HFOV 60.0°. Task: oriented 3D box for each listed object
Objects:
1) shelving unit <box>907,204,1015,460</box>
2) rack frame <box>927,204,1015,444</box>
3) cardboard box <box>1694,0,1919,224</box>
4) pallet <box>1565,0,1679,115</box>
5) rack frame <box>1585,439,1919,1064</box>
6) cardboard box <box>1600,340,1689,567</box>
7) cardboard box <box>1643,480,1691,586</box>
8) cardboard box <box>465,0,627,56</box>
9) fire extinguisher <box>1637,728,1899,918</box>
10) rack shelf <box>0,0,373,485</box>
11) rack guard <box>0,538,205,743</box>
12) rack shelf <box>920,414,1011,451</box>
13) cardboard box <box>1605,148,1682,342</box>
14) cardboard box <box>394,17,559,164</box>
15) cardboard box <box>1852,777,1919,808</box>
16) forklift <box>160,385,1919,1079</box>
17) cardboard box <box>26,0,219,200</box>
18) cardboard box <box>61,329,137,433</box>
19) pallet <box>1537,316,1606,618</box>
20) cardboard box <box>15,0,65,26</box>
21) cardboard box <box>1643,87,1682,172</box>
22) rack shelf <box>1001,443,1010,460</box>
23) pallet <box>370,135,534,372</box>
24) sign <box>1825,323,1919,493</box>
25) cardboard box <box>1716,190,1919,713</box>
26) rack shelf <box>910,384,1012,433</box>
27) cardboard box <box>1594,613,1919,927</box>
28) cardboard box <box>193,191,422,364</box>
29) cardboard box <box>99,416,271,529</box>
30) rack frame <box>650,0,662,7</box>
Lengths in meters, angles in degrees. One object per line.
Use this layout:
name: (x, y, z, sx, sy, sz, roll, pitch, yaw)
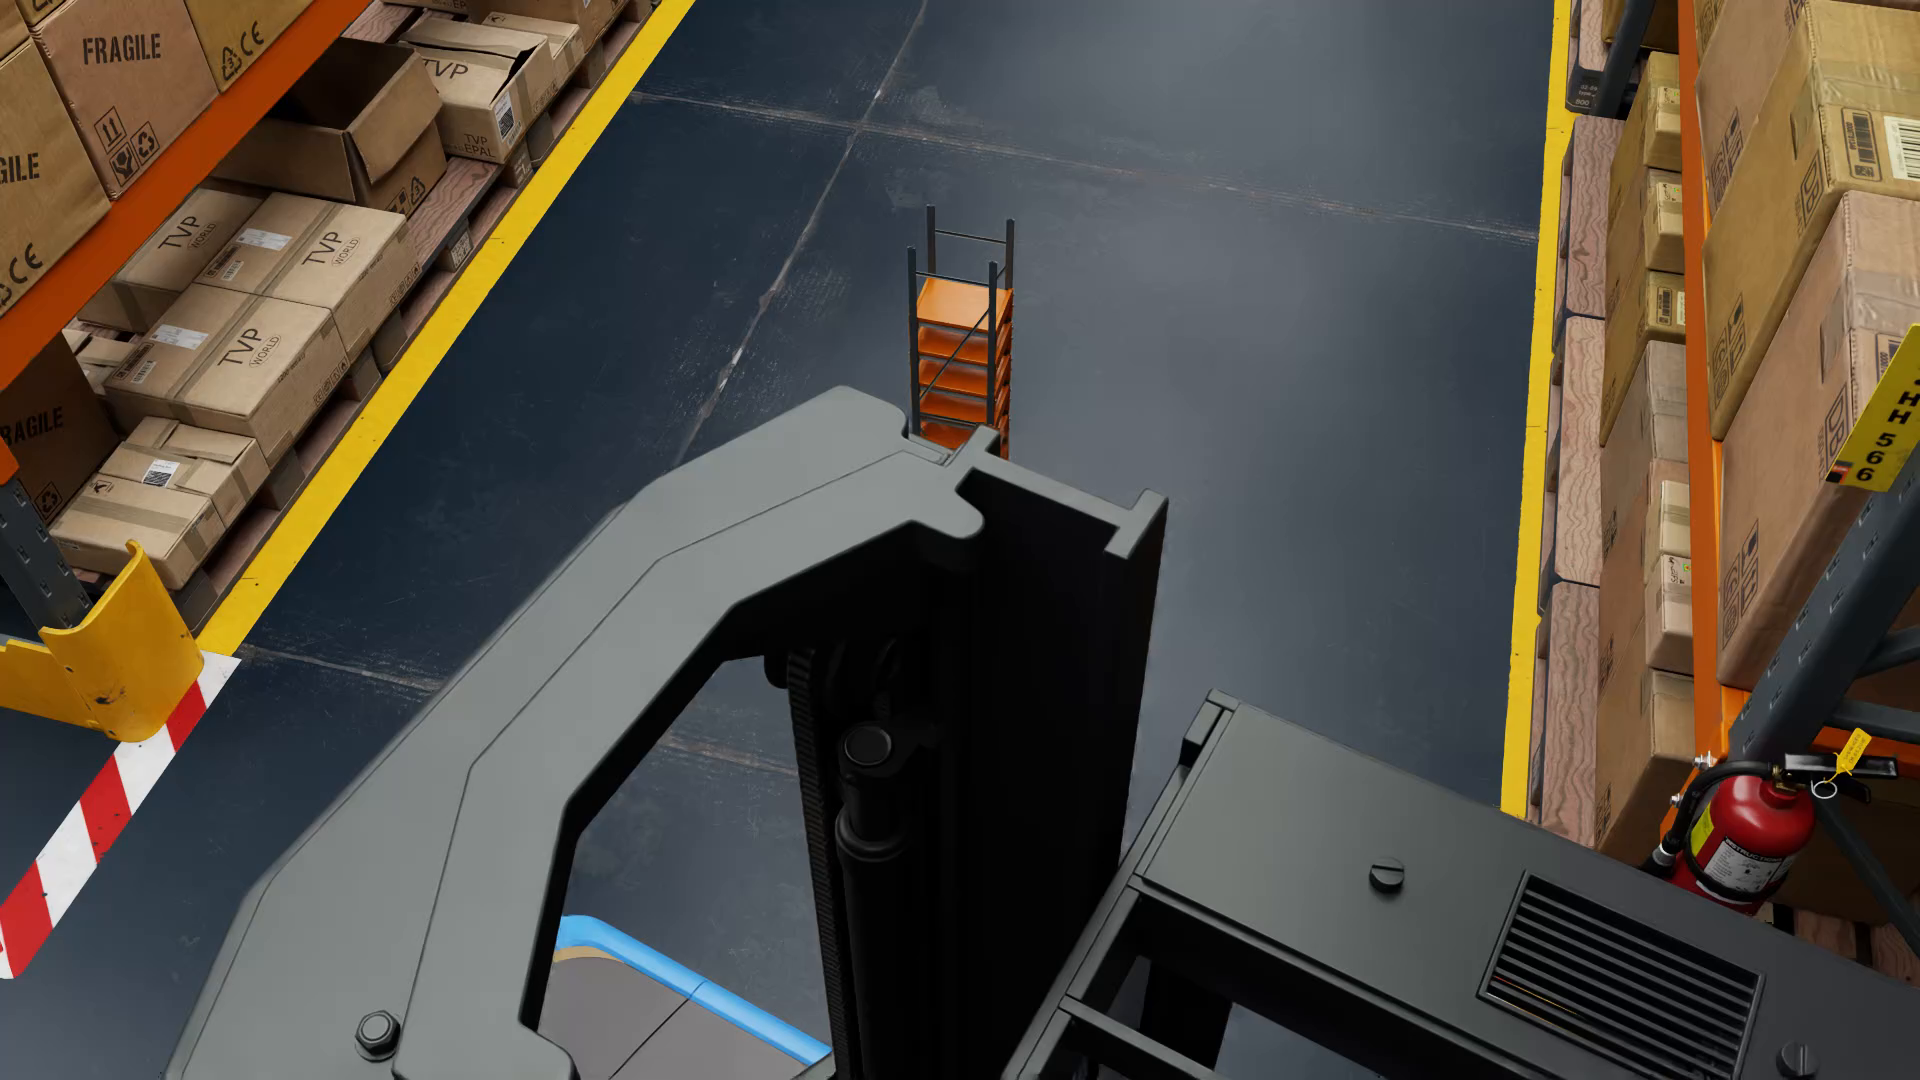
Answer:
shelving unit: (0.004, -0.408, 4.809, 0.258, 1.200, 0.189, 12, 50, 10)
rack frame: (0.028, -0.474, 4.868, 0.240, 1.200, 0.006, 12, 50, 10)
cardboard box: (2.444, -1.161, 4.074, 0.980, 0.700, 0.700, 9, 49, 8)
pallet: (3.112, -2.156, 7.012, 1.003, 0.211, 1.213, 12, 50, 10)
rack frame: (1.929, 0.387, 2.908, 1.000, 3.000, 0.127, 12, 50, 10)
cardboard box: (2.280, -0.177, 4.792, 0.700, 0.500, 0.500, 10, 49, 9)
cardboard box: (1.941, 0.021, 4.185, 0.380, 0.149, 0.250, 13, 50, 11)
cardboard box: (-1.675, -2.331, 6.681, 0.500, 0.500, 0.500, 12, 50, 10)
fire extinguisher: (1.444, 0.554, 3.061, 0.296, 0.674, 0.183, 12, 50, 10)
rack shelf: (-2.325, -1.796, 5.314, 1.077, 0.370, 4.000, 12, 50, 10)
rack guard: (-2.831, 0.185, 4.754, 1.175, 0.500, 0.348, 12, 50, 10)
rack shelf: (0.004, -0.299, 4.933, 0.258, 0.103, 0.180, 12, 50, 10)
cardboard box: (2.551, -0.934, 5.461, 0.700, 0.500, 0.500, 11, 50, 10)
cardboard box: (-1.872, -1.726, 6.273, 0.500, 0.311, 0.500, 12, 50, 10)
cardboard box: (2.177, 0.465, 3.794, 0.380, 0.149, 0.250, 12, 50, 10)
forklift: (0.276, 1.302, 2.146, 3.031, 2.935, 1.130, 23, 52, 19)
cardboard box: (-2.349, -1.264, 4.298, 0.500, 0.500, 0.500, 11, 50, 10)
cardboard box: (-2.752, -0.513, 5.298, 0.380, 0.166, 0.250, 12, 50, 10)
pallet: (2.387, -0.164, 5.254, 1.003, 0.211, 1.213, 12, 50, 10)
cardboard box: (-2.350, -1.600, 3.928, 0.500, 0.500, 0.500, 12, 50, 10)
cardboard box: (2.420, -1.300, 5.351, 0.380, 0.149, 0.250, 13, 50, 11)
rack shelf: (0.004, -0.219, 5.023, 0.258, 0.103, 0.180, 12, 50, 10)
pallet: (-2.299, -1.176, 6.148, 1.003, 0.211, 1.213, 12, 50, 10)
sign: (1.409, -0.191, 2.488, 0.100, 0.325, 0.005, 12, 50, 10)
cardboard box: (2.054, -0.083, 3.122, 0.980, 0.700, 0.700, 14, 50, 12)
rack shelf: (0.004, -0.378, 4.843, 0.258, 0.103, 0.180, 12, 50, 10)
cardboard box: (2.017, 0.549, 4.152, 0.700, 0.500, 0.500, 12, 50, 10)
cardboard box: (-2.171, -0.884, 5.570, 0.500, 0.250, 0.500, 12, 50, 10)
cardboard box: (-2.344, -0.212, 5.032, 0.380, 0.166, 0.250, 12, 50, 10)
rack frame: (-1.798, -3.481, 6.322, 1.000, 3.000, 0.127, 12, 50, 10)
